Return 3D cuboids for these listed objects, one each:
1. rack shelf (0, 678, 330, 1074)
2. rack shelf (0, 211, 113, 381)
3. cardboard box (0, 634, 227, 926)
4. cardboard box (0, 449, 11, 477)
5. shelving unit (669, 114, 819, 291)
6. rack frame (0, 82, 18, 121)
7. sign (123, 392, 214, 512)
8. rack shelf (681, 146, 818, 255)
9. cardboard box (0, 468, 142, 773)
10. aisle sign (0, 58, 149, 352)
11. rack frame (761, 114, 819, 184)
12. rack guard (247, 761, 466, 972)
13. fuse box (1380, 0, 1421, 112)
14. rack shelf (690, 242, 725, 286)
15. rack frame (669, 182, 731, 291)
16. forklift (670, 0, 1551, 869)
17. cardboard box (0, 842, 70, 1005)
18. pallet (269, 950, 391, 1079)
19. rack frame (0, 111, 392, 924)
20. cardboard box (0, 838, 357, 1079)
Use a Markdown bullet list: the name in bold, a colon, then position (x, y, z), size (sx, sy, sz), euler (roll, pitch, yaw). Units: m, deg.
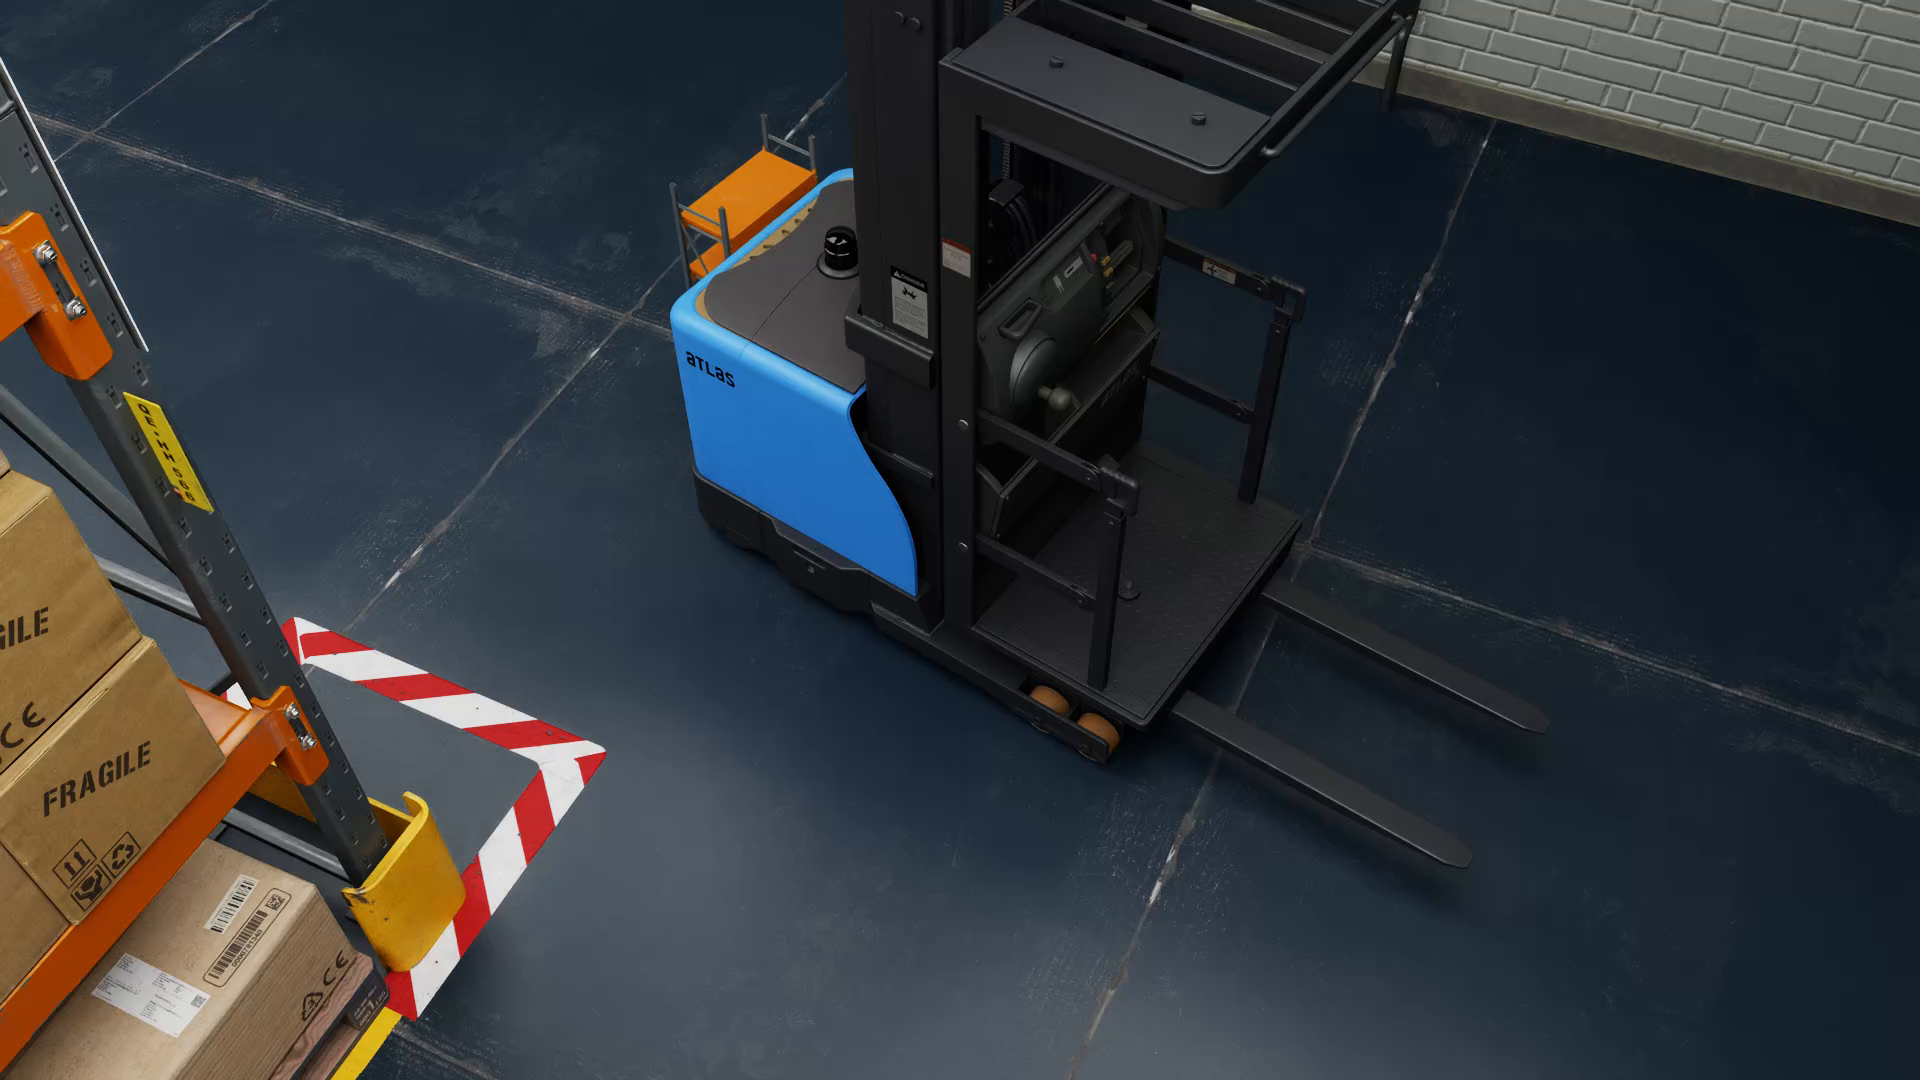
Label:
- **rack shelf**: position (-3.014, 1.694, 3.312), size (1.077, 0.370, 4.000), euler (20, 52, 16)
- **rack shelf**: position (-3.014, 0.722, 2.169), size (1.077, 0.370, 4.000), euler (20, 52, 16)
- **cardboard box**: position (-2.127, 0.469, 3.816), size (0.500, 0.500, 0.500), euler (20, 53, 16)
- **cardboard box**: position (-2.132, -0.171, 3.278), size (0.380, 0.149, 0.250), euler (20, 53, 17)
- **shelving unit**: position (-0.756, -0.936, 6.259), size (0.258, 1.200, 0.503), euler (28, 55, 22)
- **rack frame**: position (-2.160, -1.861, 1.925), size (1.000, 3.000, 0.127), euler (20, 52, 16)
- **sign**: position (-1.675, -0.183, 3.520), size (0.100, 0.325, 0.005), euler (20, 52, 16)
- **rack shelf**: position (-0.756, -1.191, 5.959), size (0.258, 0.148, 0.480), euler (28, 55, 22)
- **cardboard box**: position (-2.150, 0.136, 3.442), size (0.500, 0.500, 0.500), euler (21, 53, 17)
- **aisle sign**: position (-1.849, -0.708, 3.176), size (0.394, 0.787, 0.004), euler (20, 52, 16)
- **rack frame**: position (-0.614, -1.088, 6.388), size (0.240, 1.200, 0.015), euler (28, 55, 22)
- **rack guard**: position (-2.150, 0.877, 5.176), size (1.175, 0.500, 0.348), euler (20, 52, 16)
- **fuse box**: position (2.065, -2.606, 7.344), size (0.539, 1.711, 0.414), euler (20, 52, 16)
- **rack shelf**: position (-0.756, -1.037, 6.140), size (0.258, 0.148, 0.480), euler (28, 55, 22)
- **rack frame**: position (-0.897, -0.785, 6.130), size (0.240, 1.200, 0.015), euler (28, 55, 22)
- **forklift**: position (0.514, -0.671, 4.897), size (3.031, 2.935, 1.130), euler (28, 55, 22)
- **cardboard box**: position (-2.355, 0.810, 3.526), size (0.500, 0.500, 0.500), euler (19, 52, 15)
- **pallet**: position (-2.431, 1.563, 4.781), size (1.003, 0.211, 1.213), euler (20, 52, 16)
- **rack frame**: position (-2.160, 0.083, 4.210), size (1.000, 3.000, 0.127), euler (20, 52, 16)
- **cardboard box**: position (-2.351, 1.265, 4.611), size (0.875, 0.438, 0.875), euler (18, 52, 15)
